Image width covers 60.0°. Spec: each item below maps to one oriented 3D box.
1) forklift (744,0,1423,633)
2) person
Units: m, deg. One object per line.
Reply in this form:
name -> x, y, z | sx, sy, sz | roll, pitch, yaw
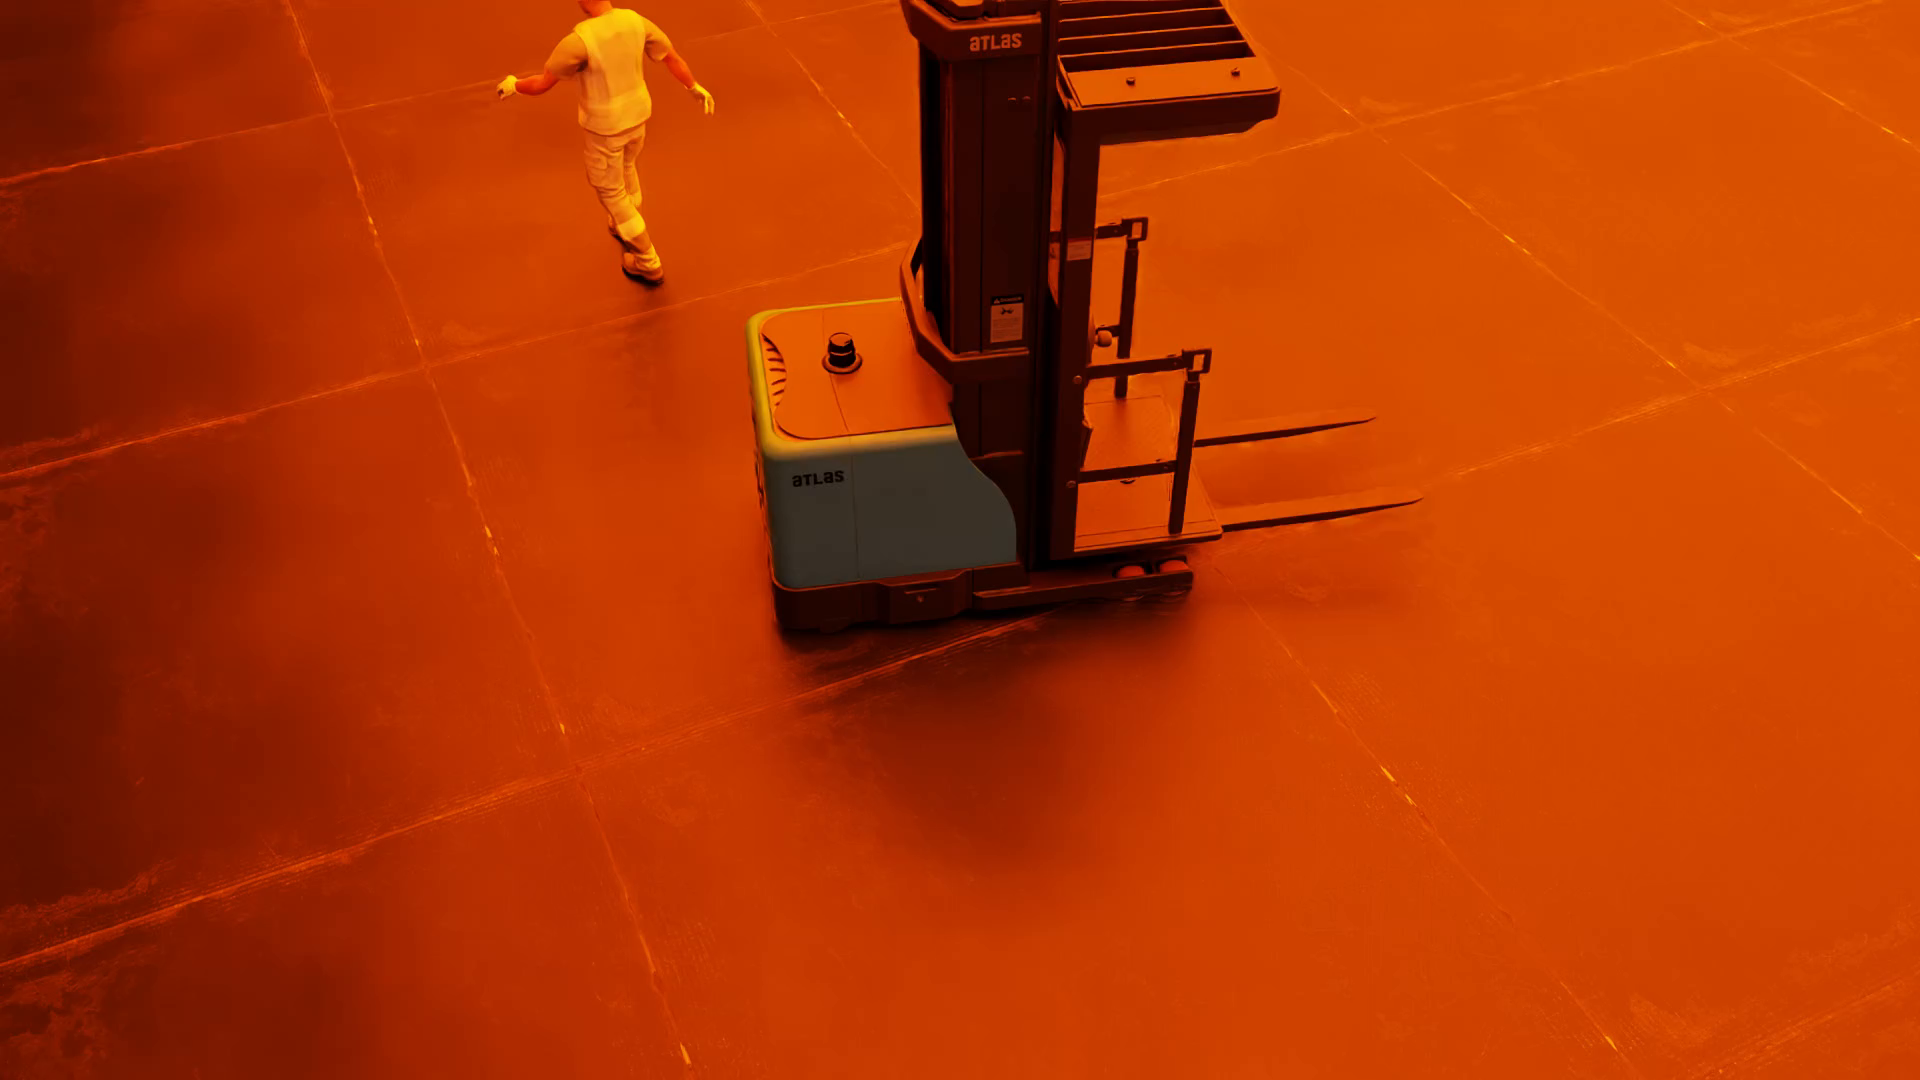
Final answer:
forklift -> 0.601, -1.146, 6.908 | 3.031, 2.935, 1.130 | -7, 43, -7
person -> -1.877, -2.311, 9.025 | 0.996, 1.762, 0.762 | -34, 53, -31
